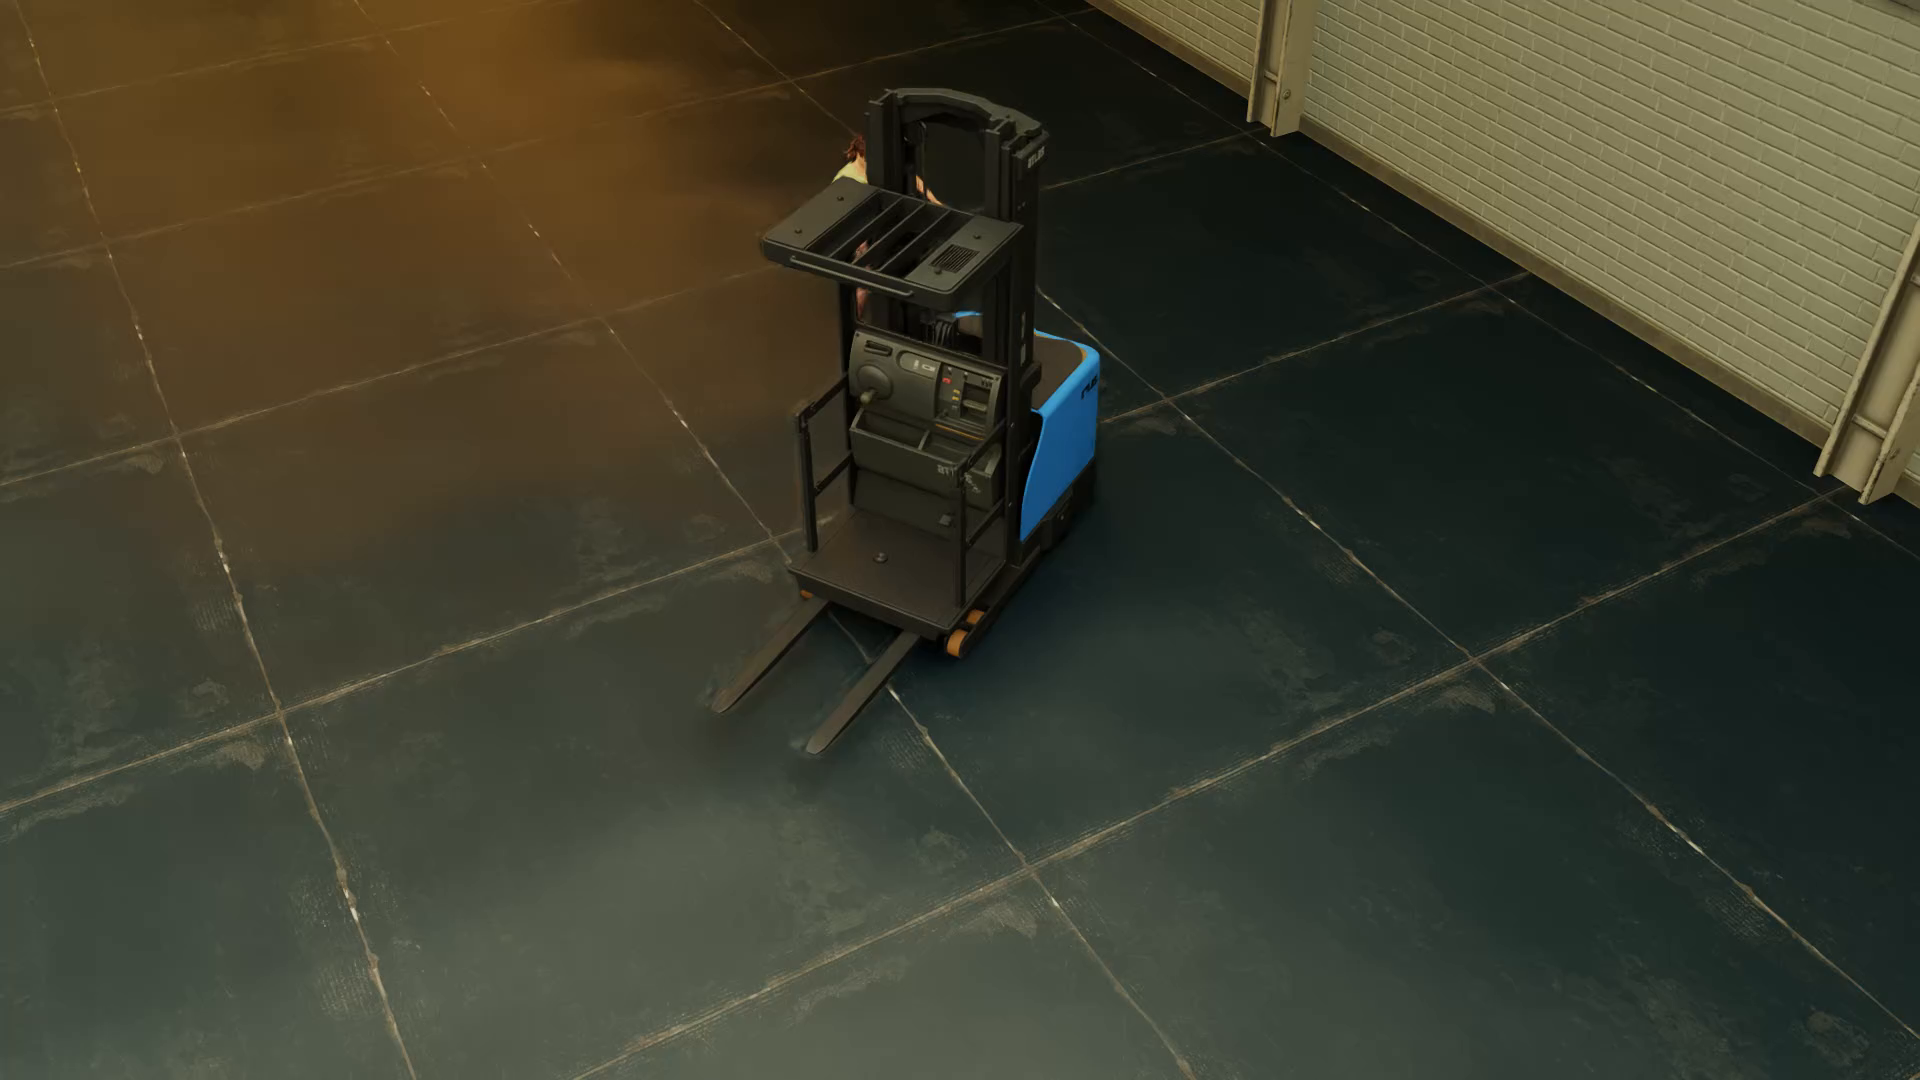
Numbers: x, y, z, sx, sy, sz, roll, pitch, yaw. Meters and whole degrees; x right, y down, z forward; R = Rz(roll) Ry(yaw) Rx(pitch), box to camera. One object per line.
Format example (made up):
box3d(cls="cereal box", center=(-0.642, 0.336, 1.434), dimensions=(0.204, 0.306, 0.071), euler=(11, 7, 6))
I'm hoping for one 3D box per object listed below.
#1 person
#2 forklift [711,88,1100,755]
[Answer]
box3d(cls="person", center=(-0.556, -2.168, 11.801), dimensions=(1.025, 1.519, 0.953), euler=(-24, 45, -26))
box3d(cls="forklift", center=(-0.299, -0.788, 8.987), dimensions=(1.130, 2.935, 3.031), euler=(20, 44, 22))
